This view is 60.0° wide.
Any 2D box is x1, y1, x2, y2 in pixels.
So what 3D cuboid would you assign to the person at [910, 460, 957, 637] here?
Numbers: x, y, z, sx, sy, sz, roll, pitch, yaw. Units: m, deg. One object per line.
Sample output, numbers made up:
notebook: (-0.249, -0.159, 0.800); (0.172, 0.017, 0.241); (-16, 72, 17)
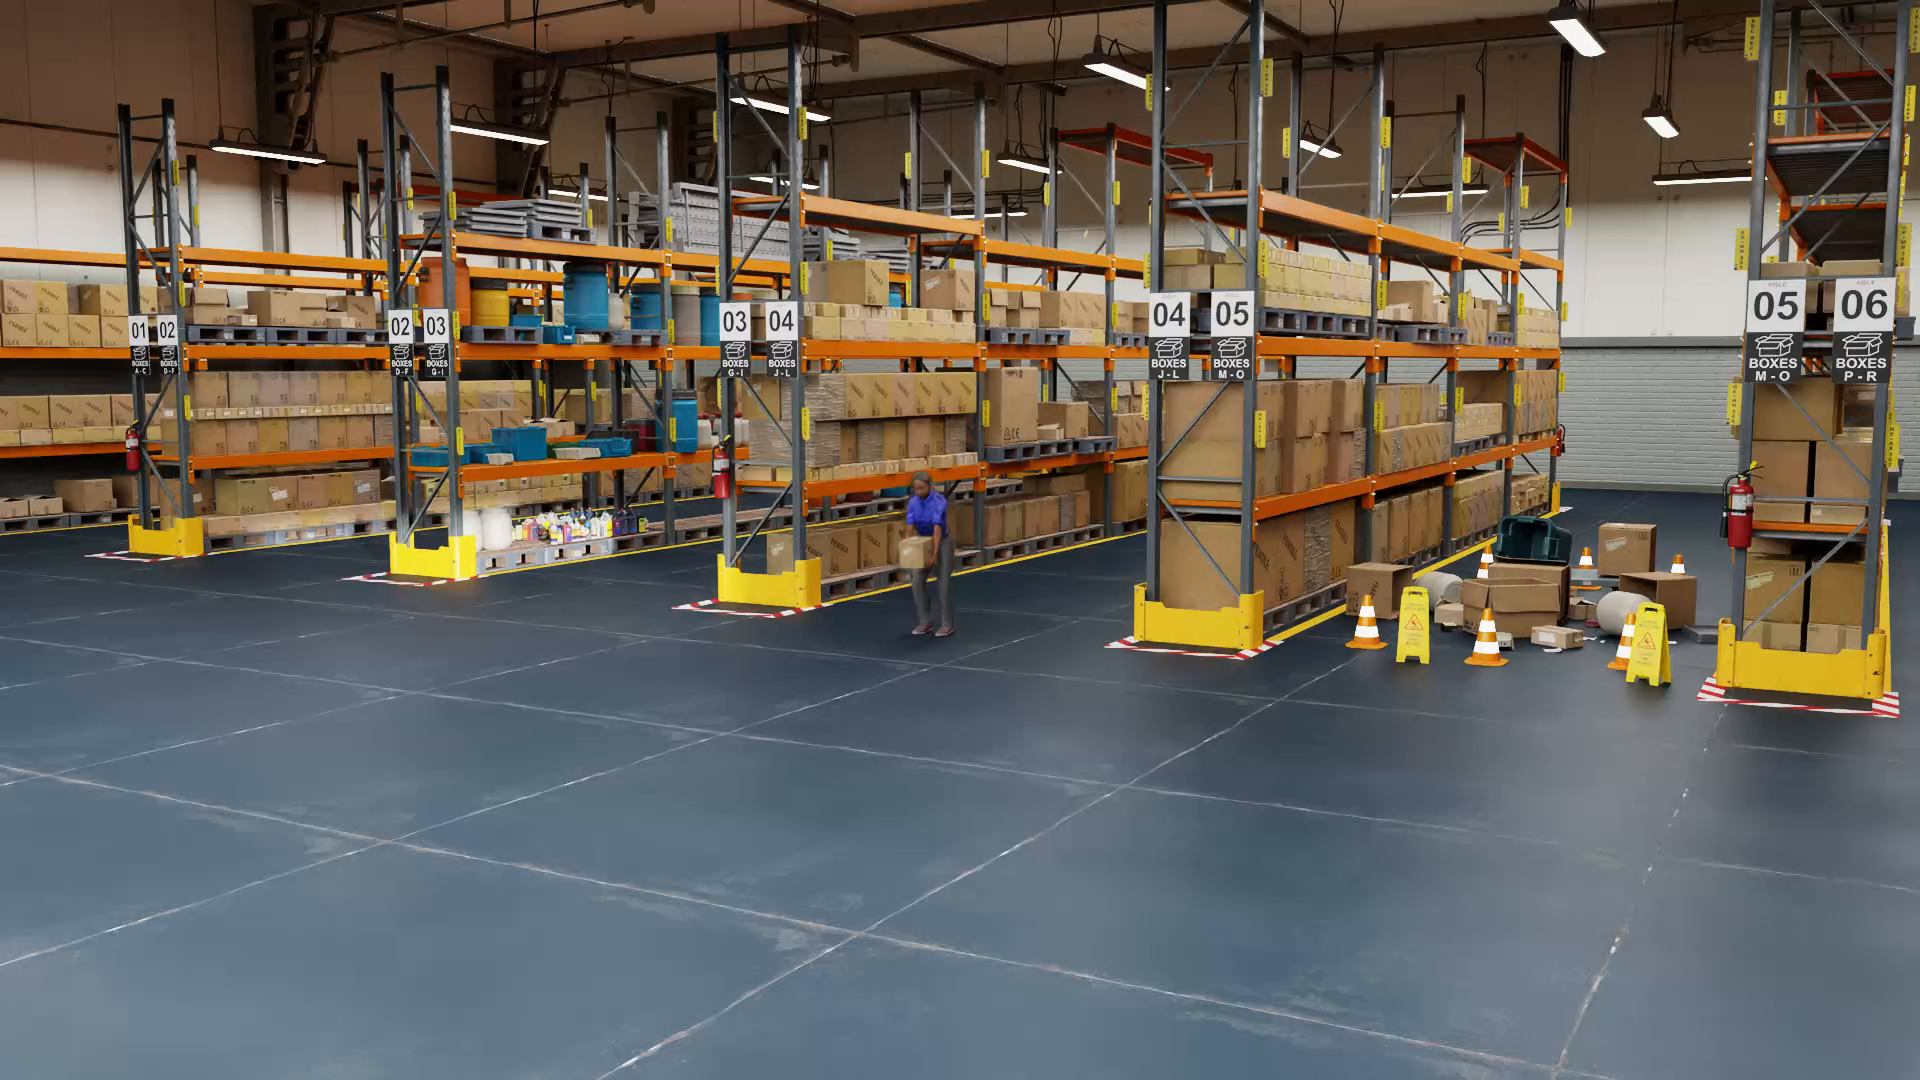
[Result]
person: (-0.273, 0.082, 15.672); (0.423, 1.656, 0.505); (3, 7, 28)
